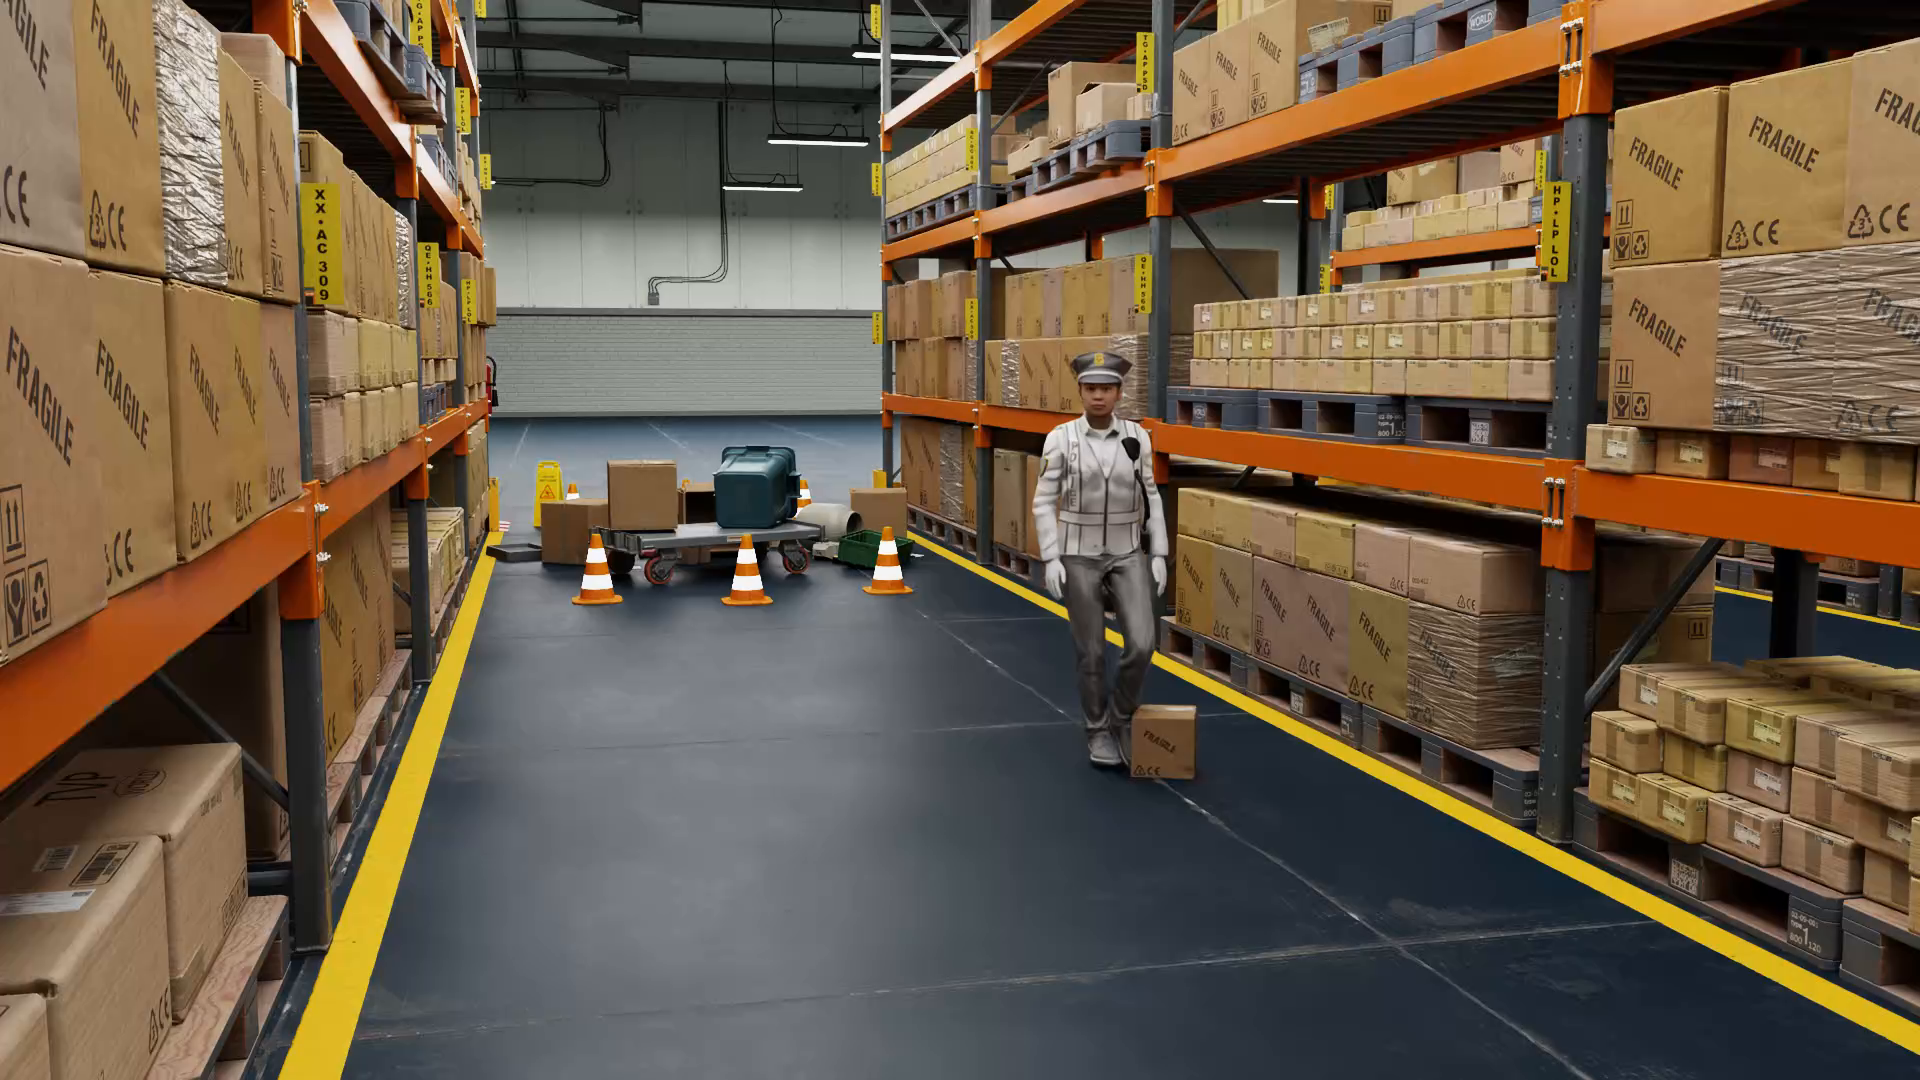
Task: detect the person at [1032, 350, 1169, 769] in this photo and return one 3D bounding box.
[{"bbox_3d":[0.572,0.088,6.678,0.557,1.688,0.476,-1,6,-5],"label":"person"}]
